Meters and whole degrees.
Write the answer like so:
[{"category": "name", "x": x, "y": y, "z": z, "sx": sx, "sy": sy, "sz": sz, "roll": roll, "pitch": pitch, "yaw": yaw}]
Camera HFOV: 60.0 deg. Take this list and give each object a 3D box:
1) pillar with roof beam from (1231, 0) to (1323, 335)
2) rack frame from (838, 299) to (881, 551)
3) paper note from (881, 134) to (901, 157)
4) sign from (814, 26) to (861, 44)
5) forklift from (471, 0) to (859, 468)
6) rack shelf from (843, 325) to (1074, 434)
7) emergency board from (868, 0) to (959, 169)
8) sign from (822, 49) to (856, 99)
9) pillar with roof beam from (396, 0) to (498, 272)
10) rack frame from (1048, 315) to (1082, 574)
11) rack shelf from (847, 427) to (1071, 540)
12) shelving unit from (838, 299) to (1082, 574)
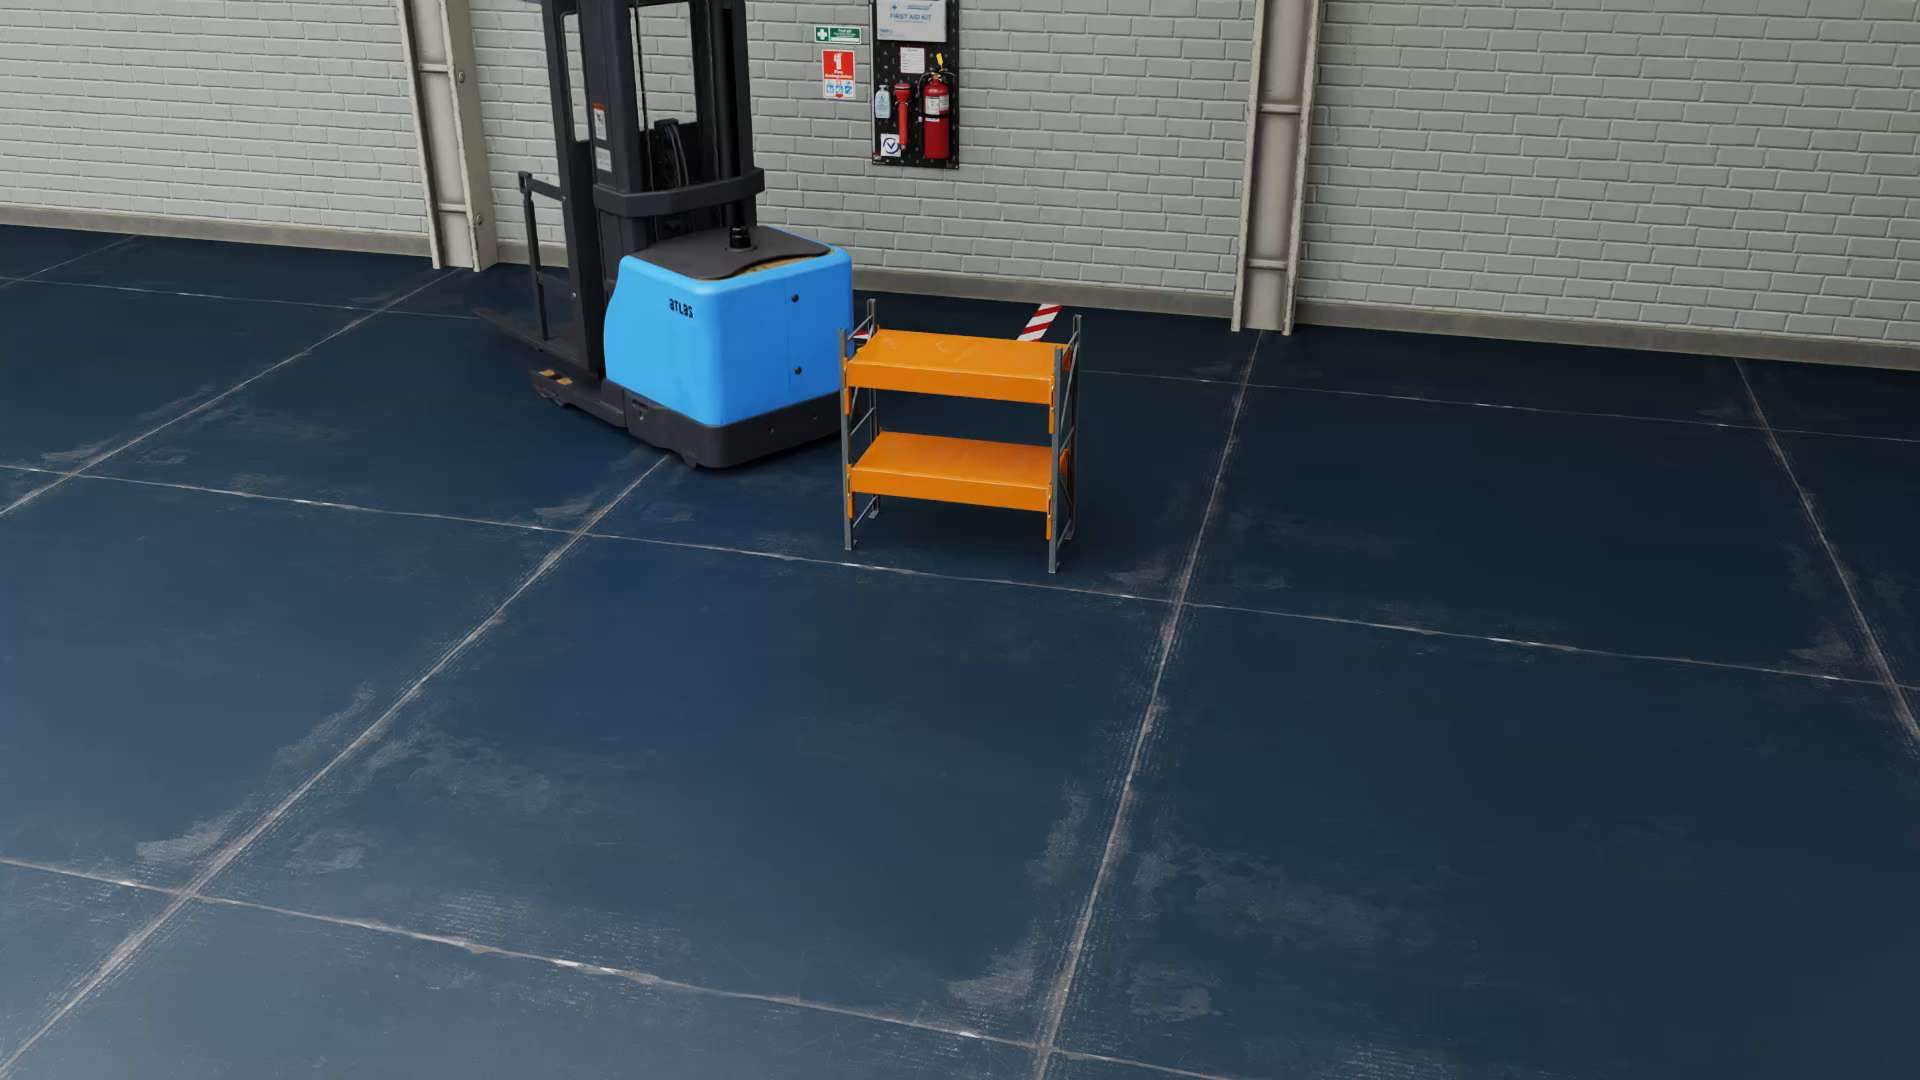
[{"category": "pillar with roof beam", "x": 0.986, "y": -3.725, "z": 5.605, "sx": 0.400, "sy": 9.000, "sz": 9.100, "roll": 6, "pitch": 26, "yaw": 13}, {"category": "rack frame", "x": -0.486, "y": -0.562, "z": 8.121, "sx": 0.032, "sy": 1.125, "sz": 0.500, "roll": 6, "pitch": 26, "yaw": 13}, {"category": "paper note", "x": -0.480, "y": -2.739, "z": 11.538, "sx": 0.142, "sy": 0.148, "sz": 0.016, "roll": 6, "pitch": 26, "yaw": 13}, {"category": "sign", "x": -0.833, "y": -3.442, "z": 11.332, "sx": 0.331, "sy": 0.109, "sz": 0.001, "roll": 6, "pitch": 26, "yaw": 13}, {"category": "forklift", "x": -1.940, "y": -2.253, "z": 9.573, "sx": 1.130, "sy": 2.935, "sz": 3.031, "roll": -22, "pitch": 33, "yaw": -38}, {"category": "rack shelf", "x": 0.007, "y": -0.771, "z": 7.881, "sx": 1.000, "sy": 0.278, "sz": 0.538, "roll": 6, "pitch": 26, "yaw": 13}, {"category": "emergency board", "x": -0.326, "y": -3.089, "z": 11.248, "sx": 0.643, "sy": 1.169, "sz": 0.194, "roll": 6, "pitch": 26, "yaw": 13}, {"category": "sign", "x": -0.836, "y": -3.207, "z": 11.455, "sx": 0.234, "sy": 0.329, "sz": 0.001, "roll": 6, "pitch": 26, "yaw": 13}, {"category": "pillar with roof beam", "x": -4.825, "y": -4.367, "z": 6.954, "sx": 0.400, "sy": 9.000, "sz": 9.100, "roll": 6, "pitch": 26, "yaw": 13}, {"category": "rack frame", "x": 0.499, "y": -0.453, "z": 7.892, "sx": 0.032, "sy": 1.125, "sz": 0.500, "roll": 6, "pitch": 26, "yaw": 13}, {"category": "rack shelf", "x": 0.007, "y": -0.286, "z": 8.112, "sx": 1.000, "sy": 0.278, "sz": 0.538, "roll": 6, "pitch": 26, "yaw": 13}, {"category": "shelving unit", "x": 0.007, "y": -0.507, "z": 8.007, "sx": 1.048, "sy": 1.125, "sz": 0.538, "roll": 6, "pitch": 26, "yaw": 13}]
